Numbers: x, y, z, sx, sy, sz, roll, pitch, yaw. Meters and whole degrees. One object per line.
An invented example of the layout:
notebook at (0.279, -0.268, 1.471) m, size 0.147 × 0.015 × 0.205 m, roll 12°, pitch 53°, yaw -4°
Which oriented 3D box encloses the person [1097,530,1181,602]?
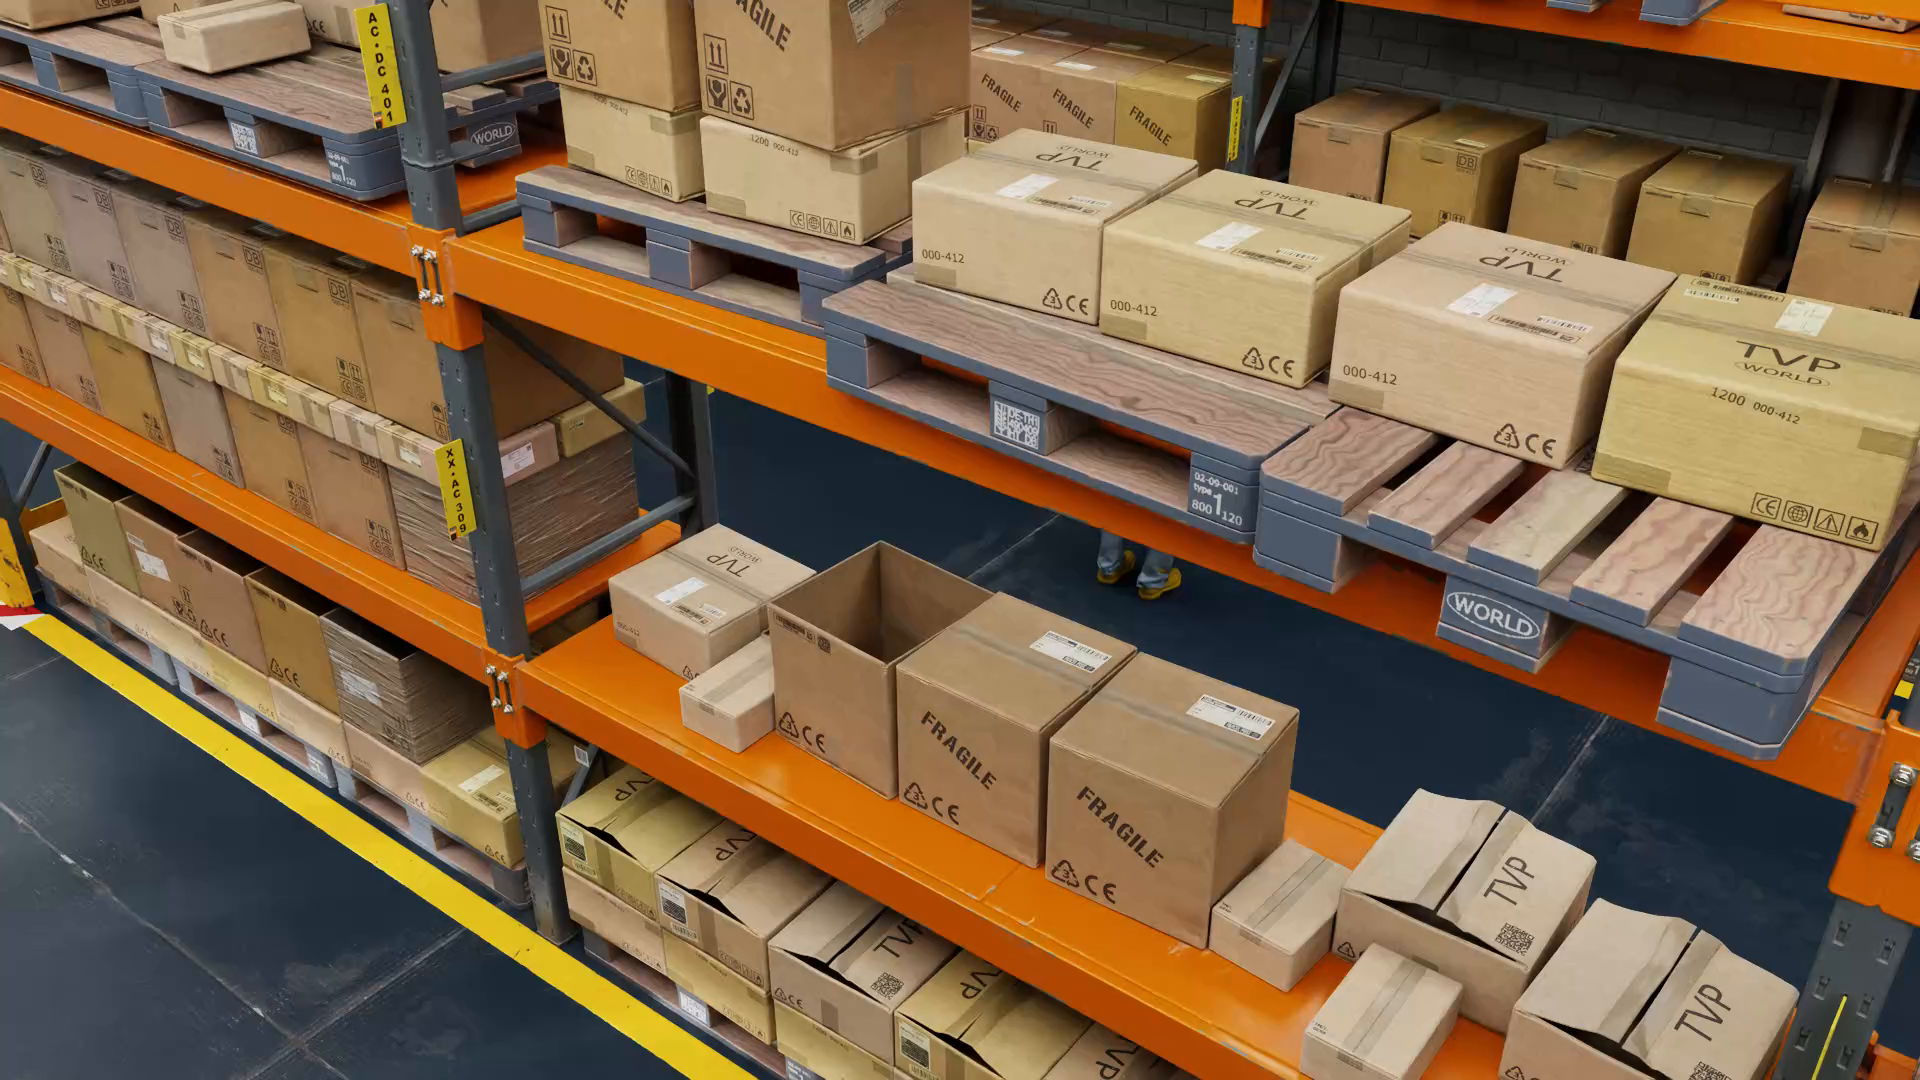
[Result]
person at (0.913, -0.411, 8.216) m, size 0.631 × 1.343 × 0.792 m, roll 21°, pitch 37°, yaw 31°
